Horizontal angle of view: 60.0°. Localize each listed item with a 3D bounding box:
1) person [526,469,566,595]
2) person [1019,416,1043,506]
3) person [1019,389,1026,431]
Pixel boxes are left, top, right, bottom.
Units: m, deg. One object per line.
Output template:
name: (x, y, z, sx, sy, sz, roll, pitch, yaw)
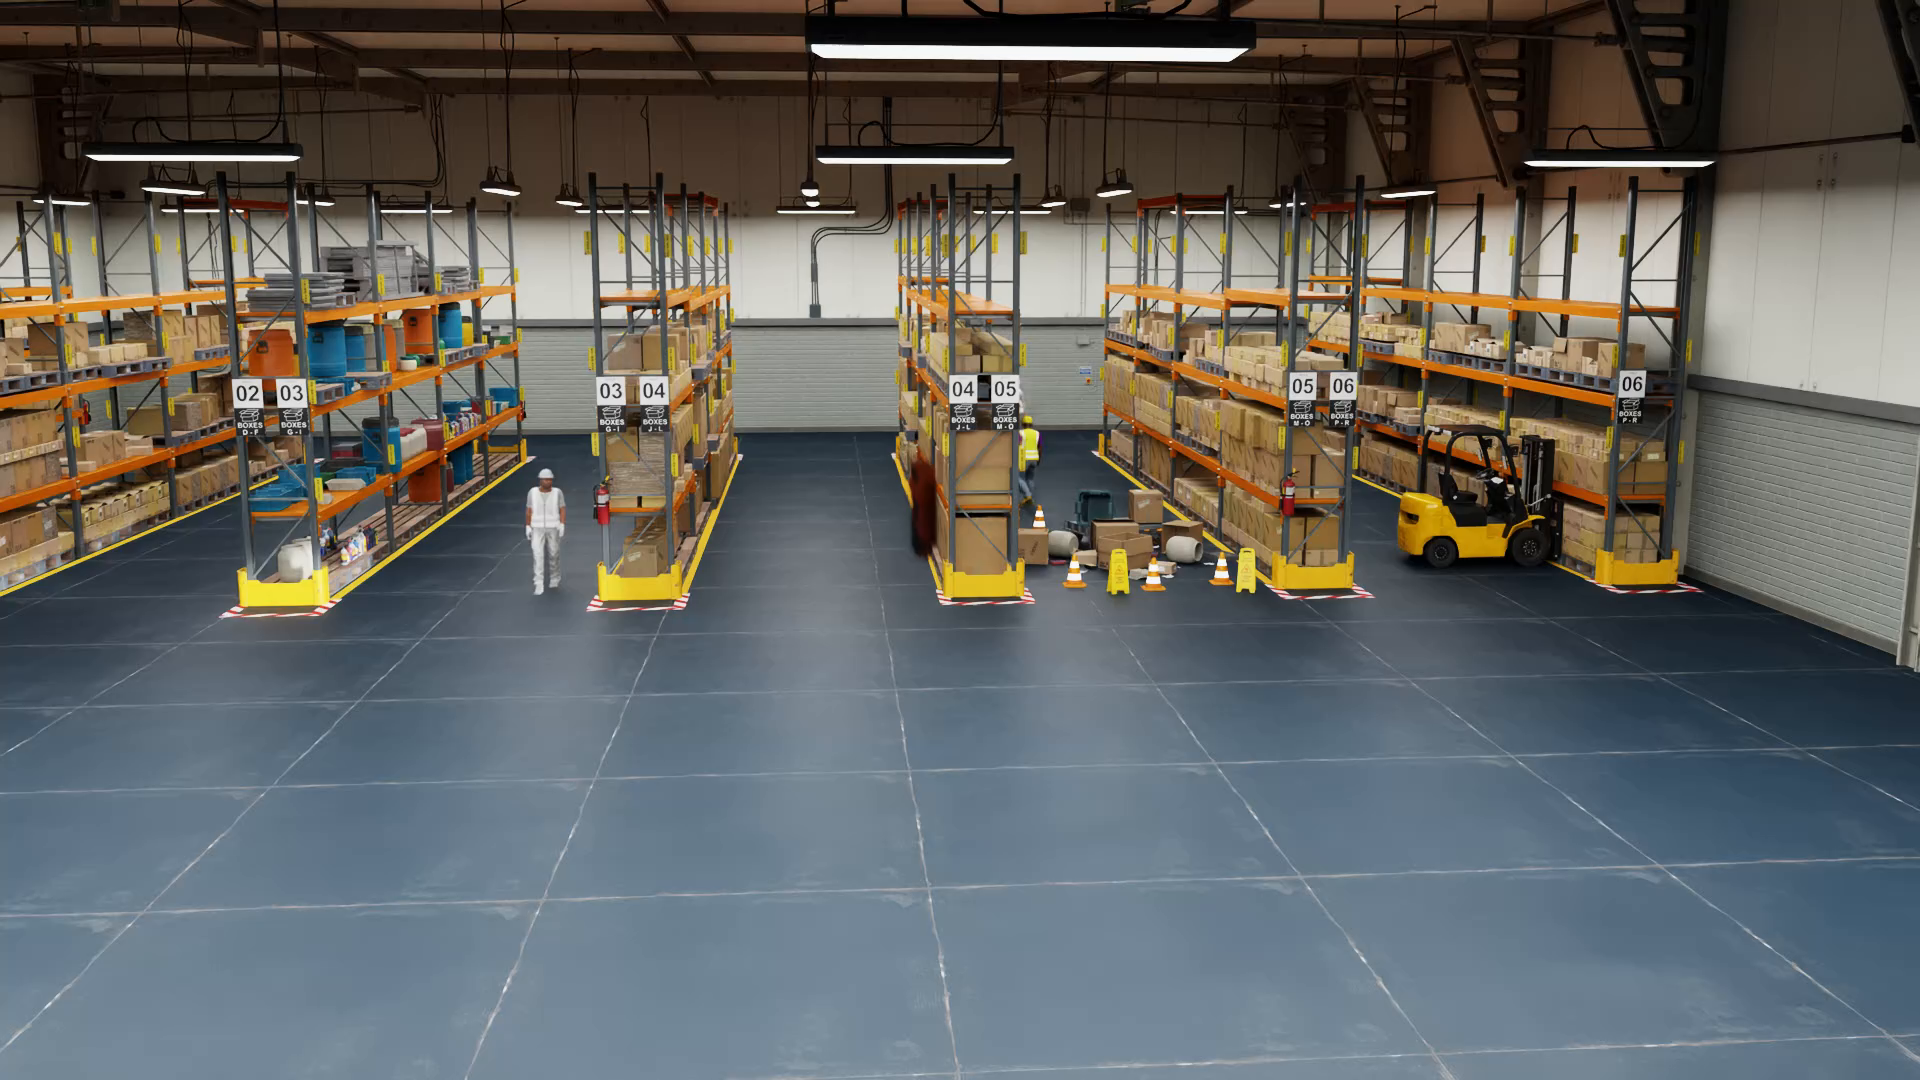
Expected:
person: (-6.083, -0.134, 24.401, 0.587, 1.786, 0.730, -2, 10, -12)
person: (1.334, -1.538, 32.454, 0.642, 1.741, 0.644, -5, 11, -28)
person: (1.431, -3.232, 41.981, 0.994, 1.737, 0.518, -4, 11, -23)
